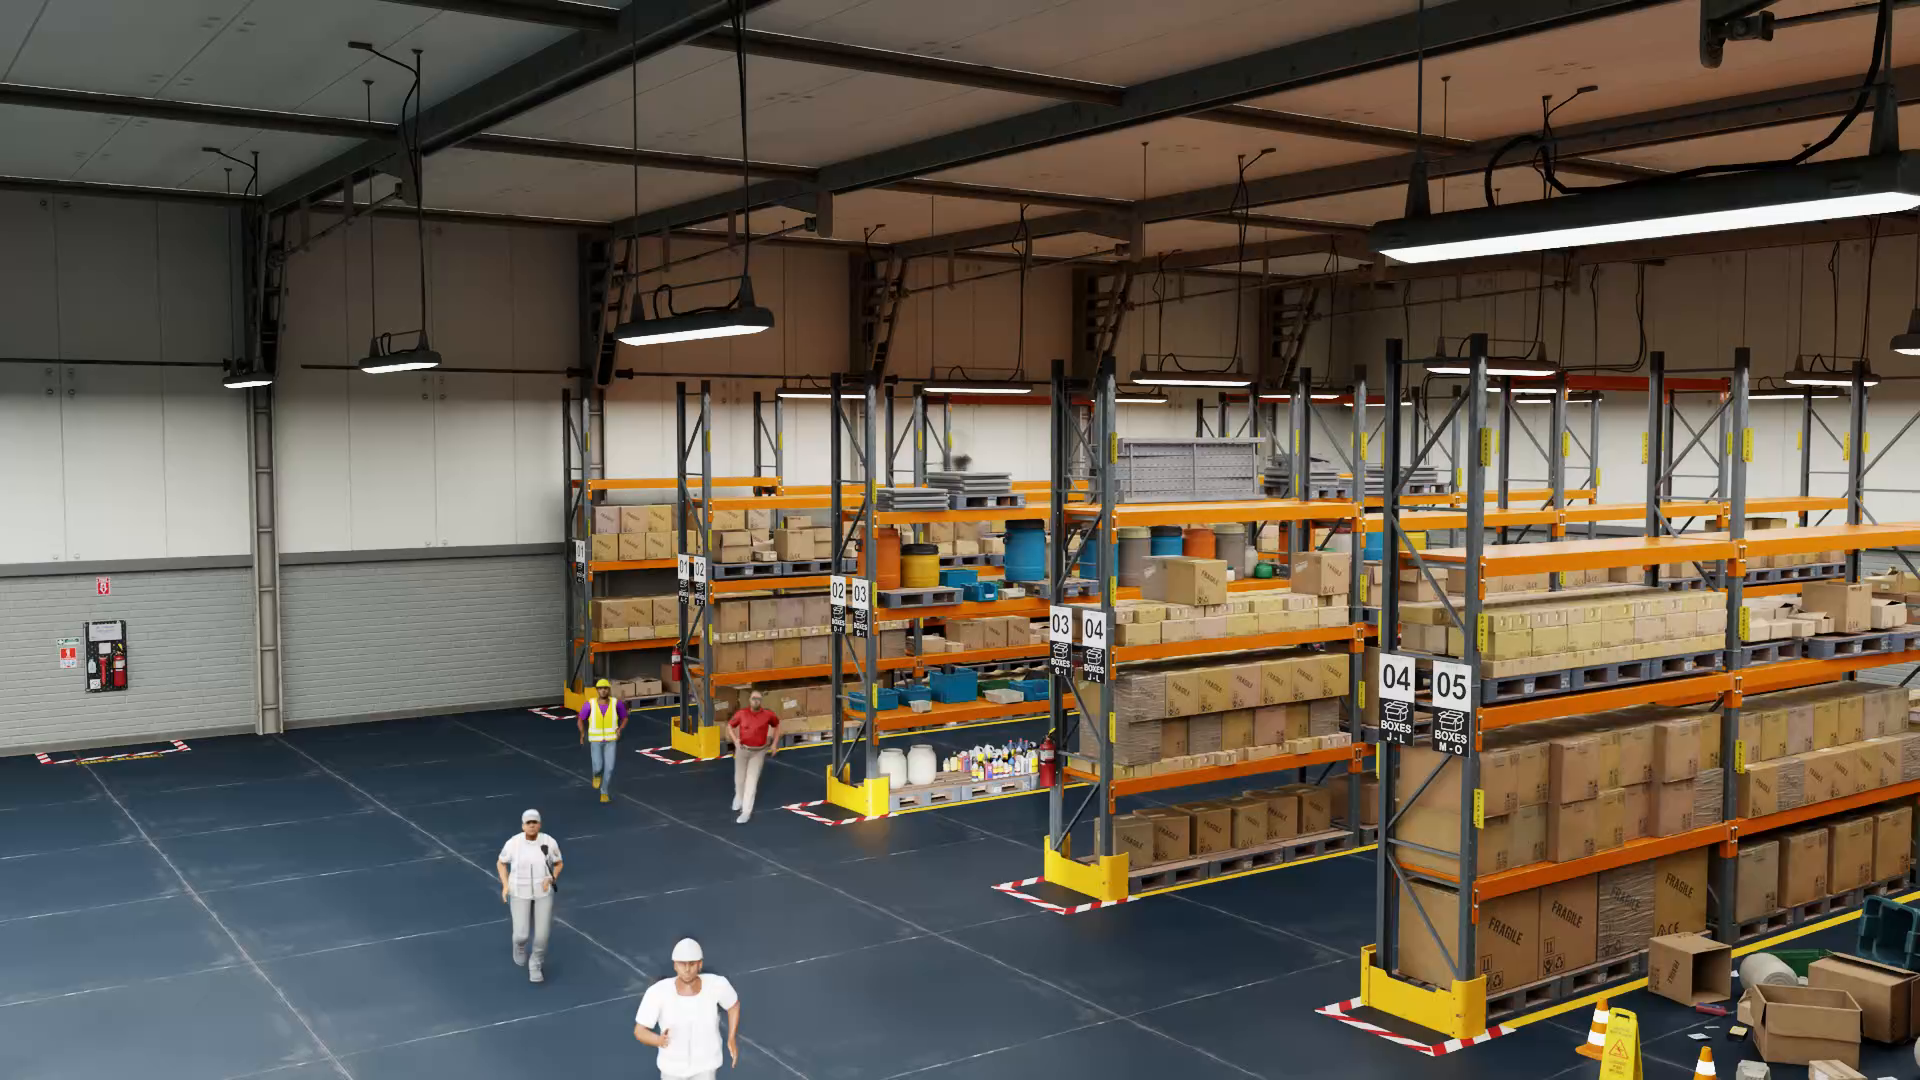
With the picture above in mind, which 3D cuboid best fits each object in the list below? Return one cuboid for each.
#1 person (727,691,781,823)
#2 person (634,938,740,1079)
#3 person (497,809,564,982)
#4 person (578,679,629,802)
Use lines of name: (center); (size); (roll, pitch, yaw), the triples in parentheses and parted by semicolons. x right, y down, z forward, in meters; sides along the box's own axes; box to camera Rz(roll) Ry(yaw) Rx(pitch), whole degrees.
person: (-2.764, 2.867, 22.354); (0.734, 1.695, 0.987); (0, 4, -7)
person: (-1.834, 3.539, 11.212); (0.702, 1.747, 0.953); (0, 4, -7)
person: (-4.042, 3.351, 15.693); (0.607, 1.624, 0.547); (-1, 4, -18)
person: (-5.011, 2.806, 23.405); (0.704, 1.720, 0.589); (-1, 4, -14)
